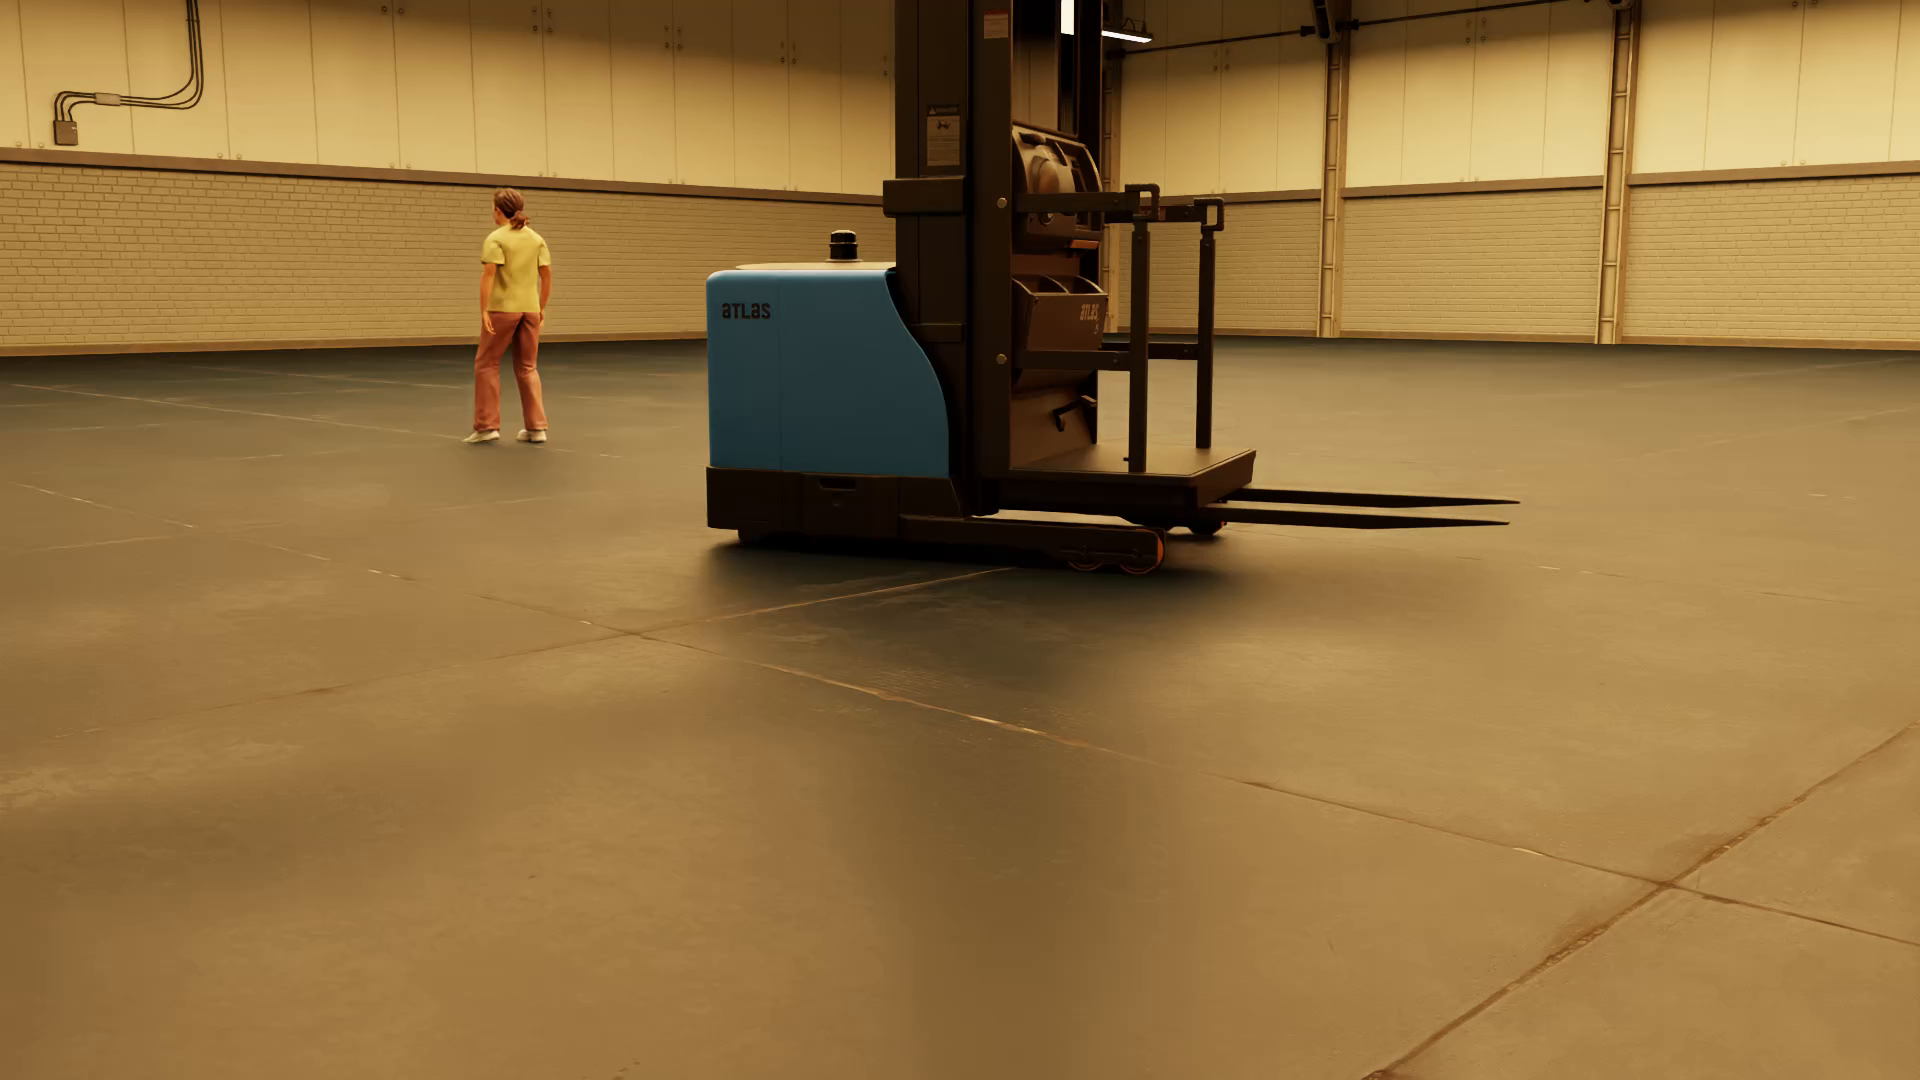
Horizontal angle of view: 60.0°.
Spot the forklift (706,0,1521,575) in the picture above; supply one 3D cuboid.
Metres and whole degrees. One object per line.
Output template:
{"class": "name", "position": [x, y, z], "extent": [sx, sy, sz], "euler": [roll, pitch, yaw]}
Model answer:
{"class": "forklift", "position": [0.565, -1.416, 6.275], "extent": [3.031, 2.935, 1.130], "euler": [3, 9, 22]}

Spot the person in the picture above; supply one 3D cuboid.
{"class": "person", "position": [-2.998, -1.465, 11.027], "extent": [0.506, 1.702, 0.546], "euler": [8, 12, 43]}
